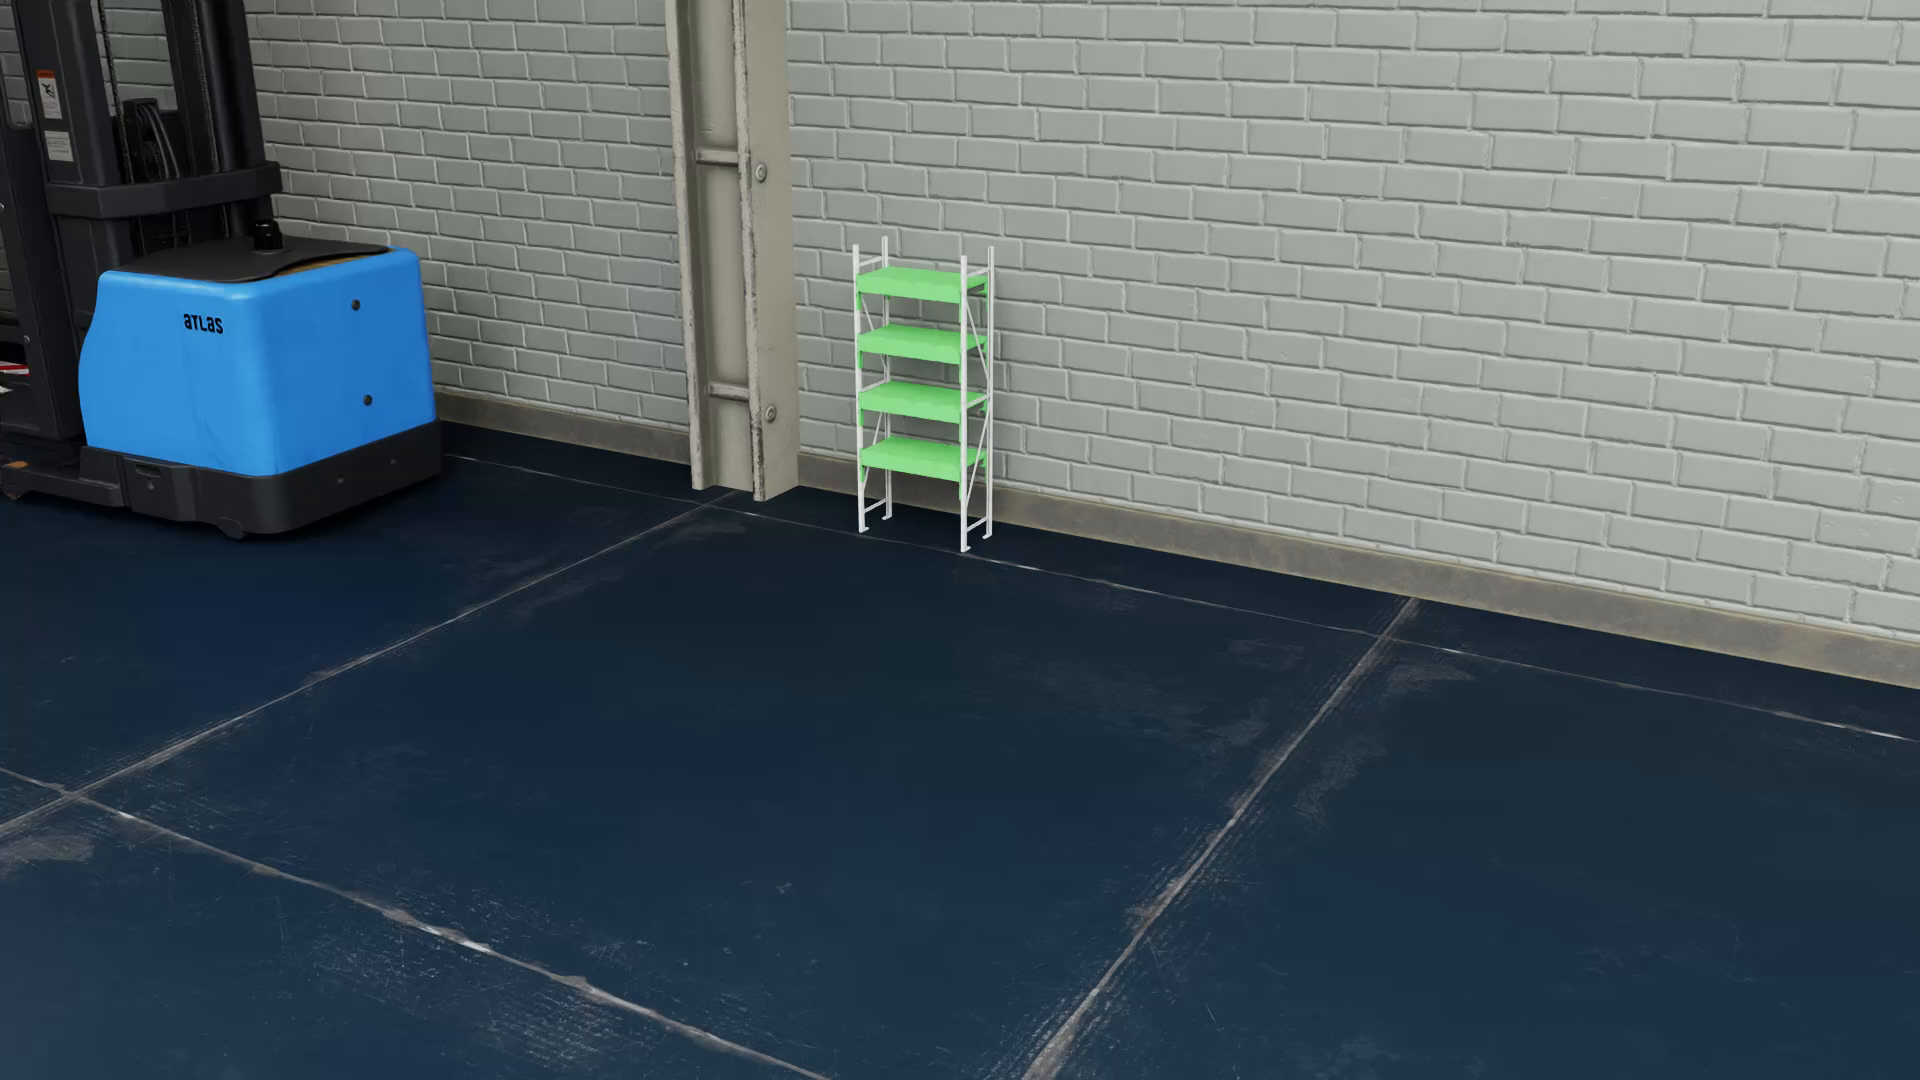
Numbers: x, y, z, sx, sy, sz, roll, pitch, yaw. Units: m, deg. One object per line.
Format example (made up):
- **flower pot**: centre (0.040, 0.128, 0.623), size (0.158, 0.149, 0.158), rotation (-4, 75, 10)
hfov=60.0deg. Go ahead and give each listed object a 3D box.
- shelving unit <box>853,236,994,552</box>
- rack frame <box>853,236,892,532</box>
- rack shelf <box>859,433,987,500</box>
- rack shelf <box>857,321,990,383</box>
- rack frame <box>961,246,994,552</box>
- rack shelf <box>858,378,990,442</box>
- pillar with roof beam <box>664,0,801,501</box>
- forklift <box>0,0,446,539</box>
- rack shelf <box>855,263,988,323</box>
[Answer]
- **shelving unit**: centre (-0.145, -0.592, 6.736), size (0.503, 1.200, 0.258), rotation (11, 23, 27)
- **rack frame**: centre (-0.358, -0.632, 6.848), size (0.015, 1.200, 0.240), rotation (11, 23, 27)
- **rack shelf**: centre (-0.145, -0.306, 6.840), size (0.480, 0.148, 0.258), rotation (11, 23, 27)
- **rack shelf**: centre (-0.145, -0.757, 6.676), size (0.480, 0.148, 0.258), rotation (11, 23, 27)
- **rack frame**: centre (0.068, -0.551, 6.624), size (0.015, 1.200, 0.240), rotation (11, 23, 27)
- **rack shelf**: centre (-0.145, -0.531, 6.758), size (0.480, 0.148, 0.258), rotation (11, 23, 27)
- **pillar with roof beam**: centre (-3.065, -3.196, 2.480), size (0.400, 9.000, 9.100), rotation (11, 23, 27)
- **forklift**: centre (-3.881, -1.710, 7.282), size (3.031, 2.935, 1.130), rotation (10, 22, 25)
- **rack shelf**: centre (-0.145, -0.983, 6.594), size (0.480, 0.148, 0.258), rotation (11, 23, 27)
